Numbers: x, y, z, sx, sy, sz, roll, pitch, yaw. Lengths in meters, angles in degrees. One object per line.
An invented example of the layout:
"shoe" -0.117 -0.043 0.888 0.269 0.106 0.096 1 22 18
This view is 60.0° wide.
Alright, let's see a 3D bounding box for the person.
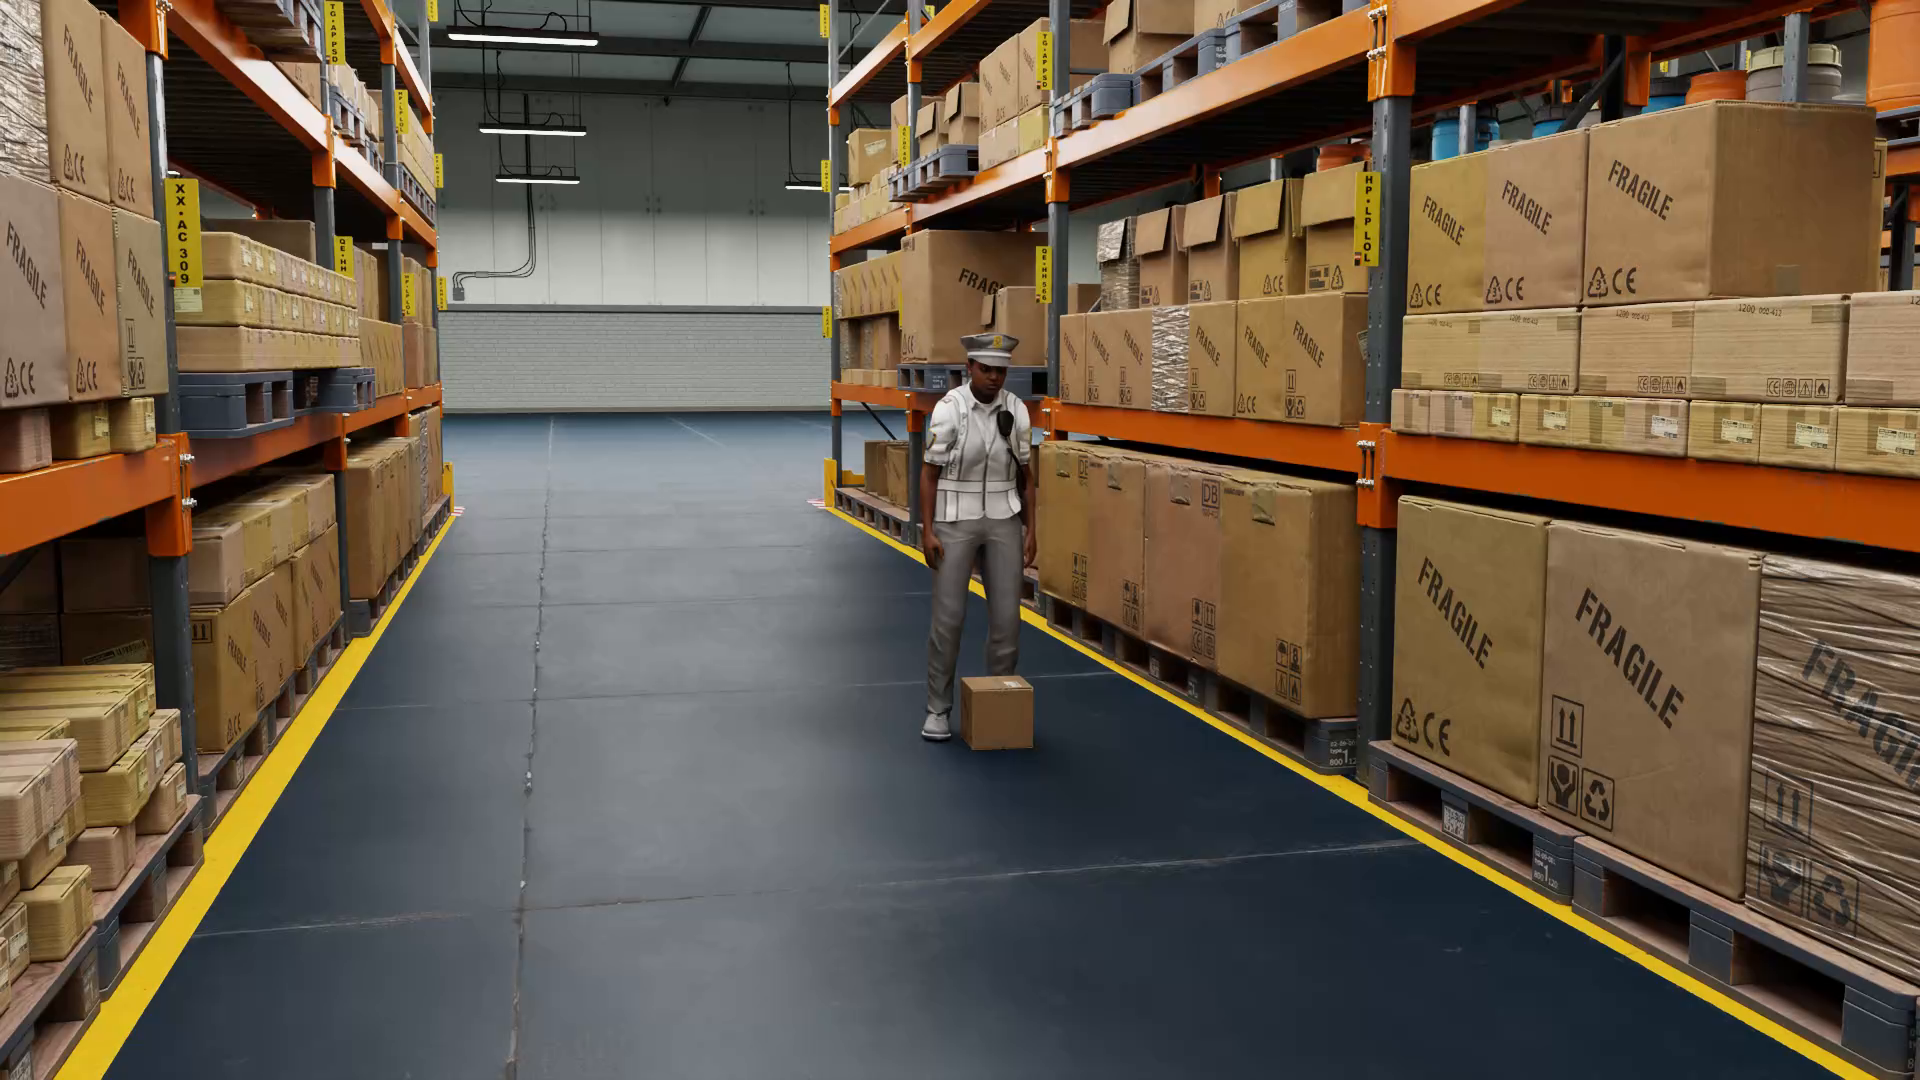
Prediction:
"person" 0.073 -0.022 6.895 0.514 1.657 0.399 -2 6 -14
